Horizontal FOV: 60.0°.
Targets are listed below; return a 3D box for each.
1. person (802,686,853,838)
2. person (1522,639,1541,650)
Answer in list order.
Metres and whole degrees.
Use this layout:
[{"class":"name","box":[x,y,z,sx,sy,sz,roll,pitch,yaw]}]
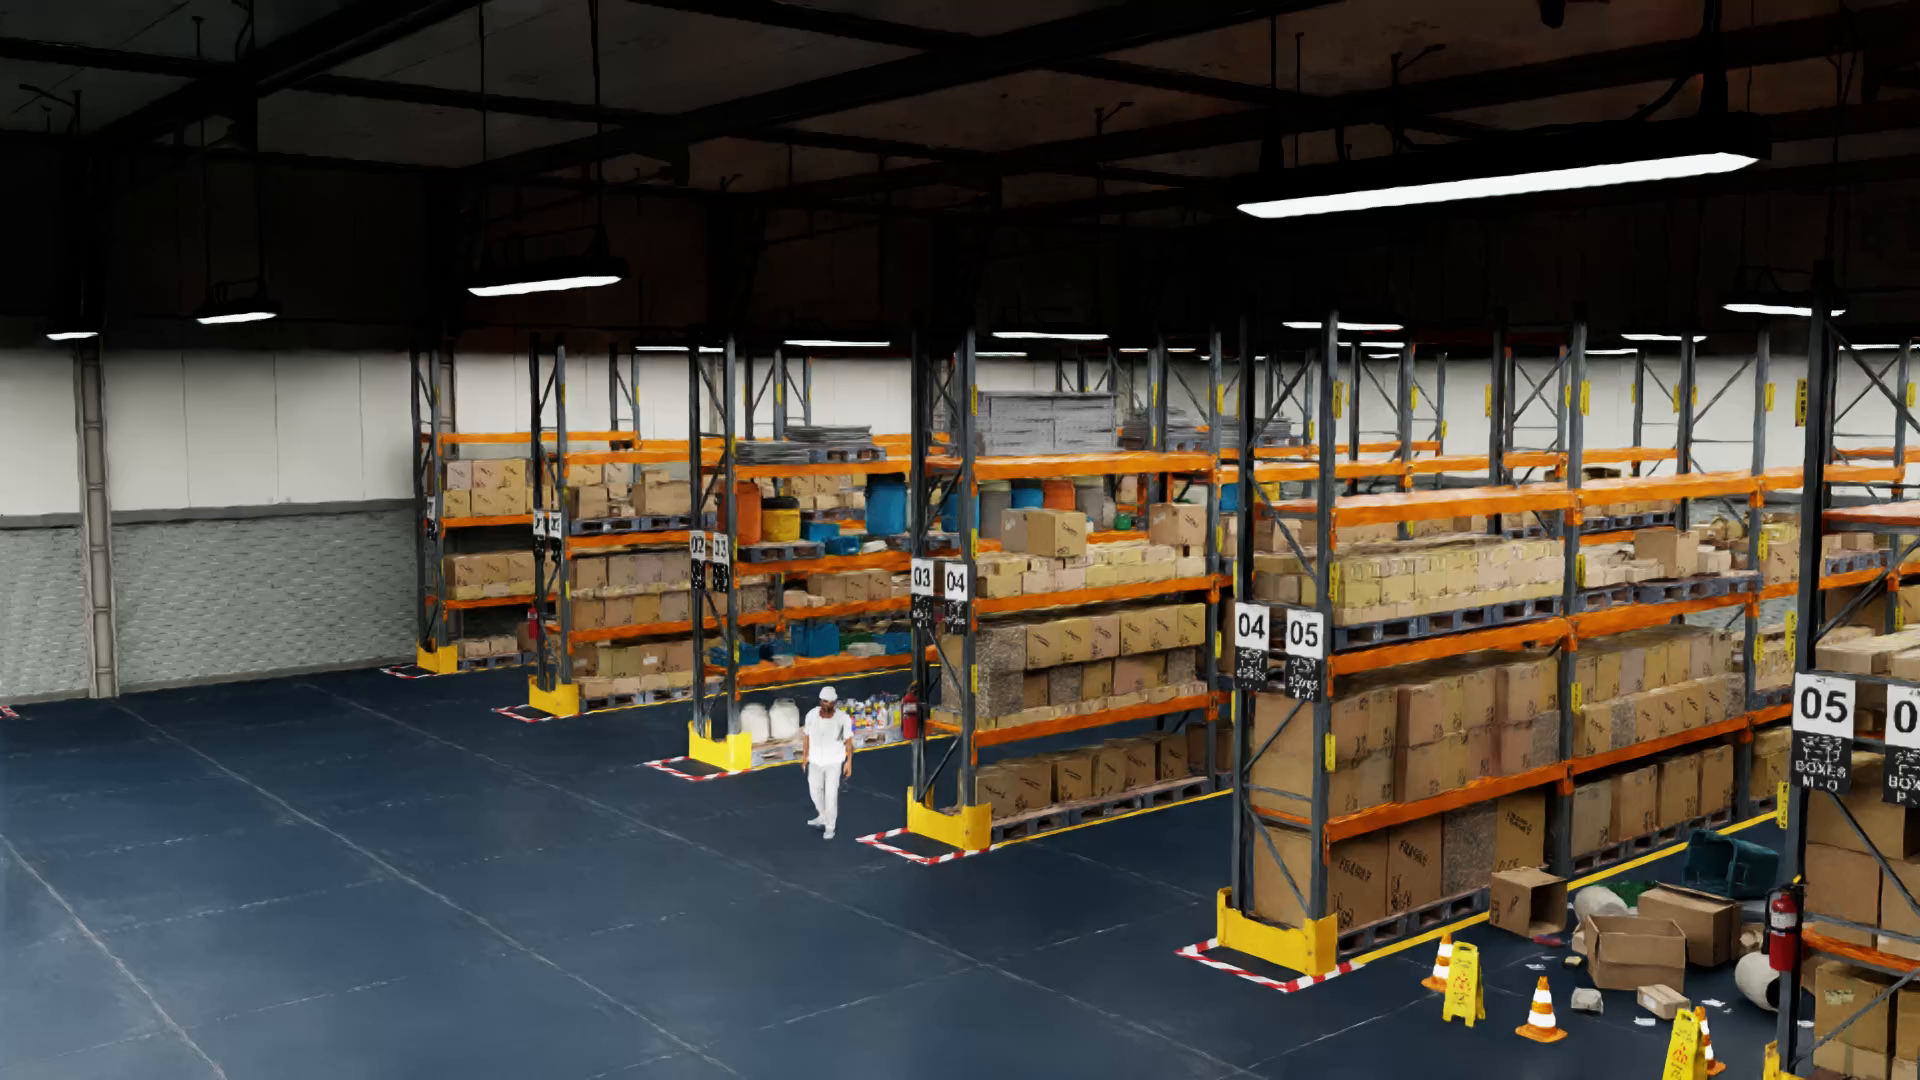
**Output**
[{"class":"person","box":[-1.521,2.525,19.165,0.609,1.755,0.577,2,6,16]},{"class":"person","box":[8.092,2.133,23.544,0.364,1.682,0.582,3,6,28]}]
